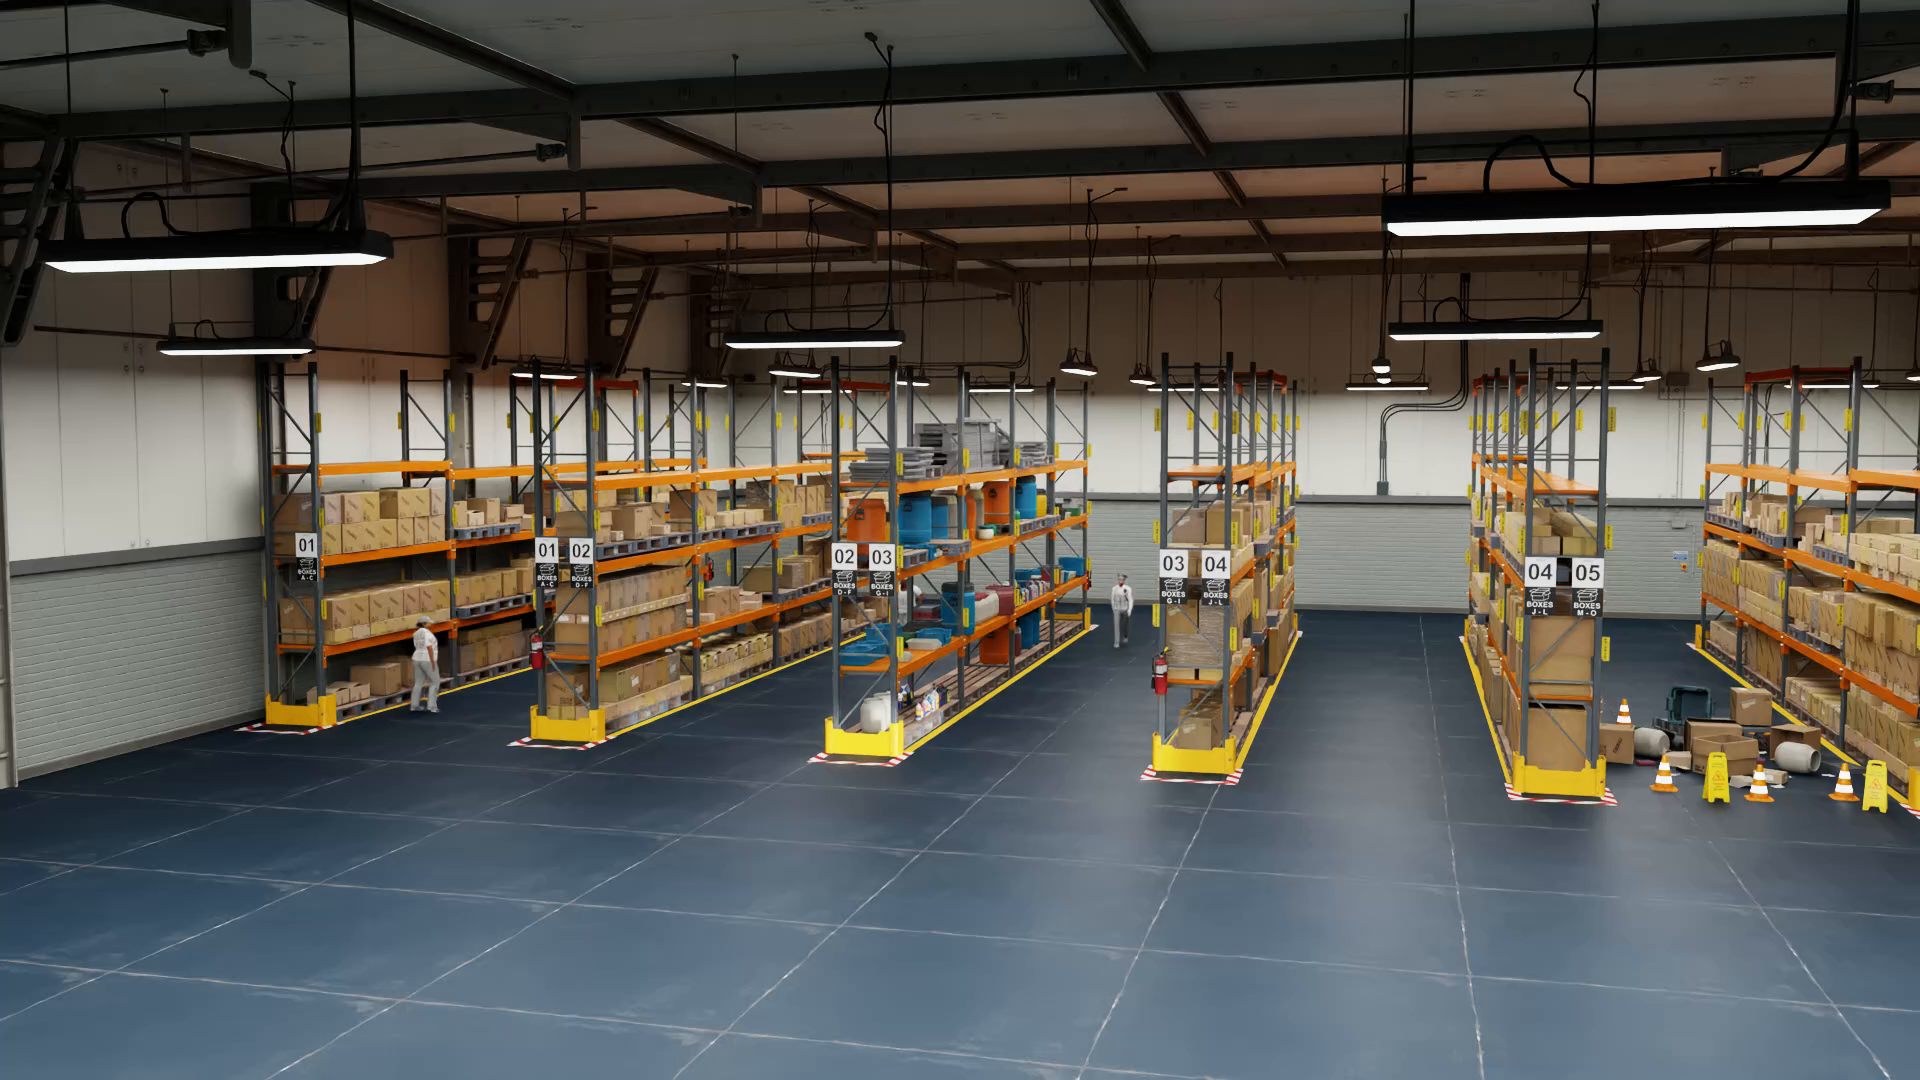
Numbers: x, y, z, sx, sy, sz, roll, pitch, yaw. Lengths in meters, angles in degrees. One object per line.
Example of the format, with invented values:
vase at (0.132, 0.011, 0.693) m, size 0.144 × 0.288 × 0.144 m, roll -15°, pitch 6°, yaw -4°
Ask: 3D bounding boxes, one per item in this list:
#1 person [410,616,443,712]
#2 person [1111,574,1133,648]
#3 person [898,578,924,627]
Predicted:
person at (-9.298, 2.172, 28.819) m, size 0.530 × 1.715 × 0.514 m, roll 3°, pitch 5°, yaw 33°
person at (3.617, 1.552, 37.176) m, size 0.512 × 1.623 × 1.034 m, roll 1°, pitch 4°, yaw 12°
person at (-1.183, 1.575, 36.882) m, size 0.705 × 1.669 × 0.694 m, roll 2°, pitch 4°, yaw 22°
